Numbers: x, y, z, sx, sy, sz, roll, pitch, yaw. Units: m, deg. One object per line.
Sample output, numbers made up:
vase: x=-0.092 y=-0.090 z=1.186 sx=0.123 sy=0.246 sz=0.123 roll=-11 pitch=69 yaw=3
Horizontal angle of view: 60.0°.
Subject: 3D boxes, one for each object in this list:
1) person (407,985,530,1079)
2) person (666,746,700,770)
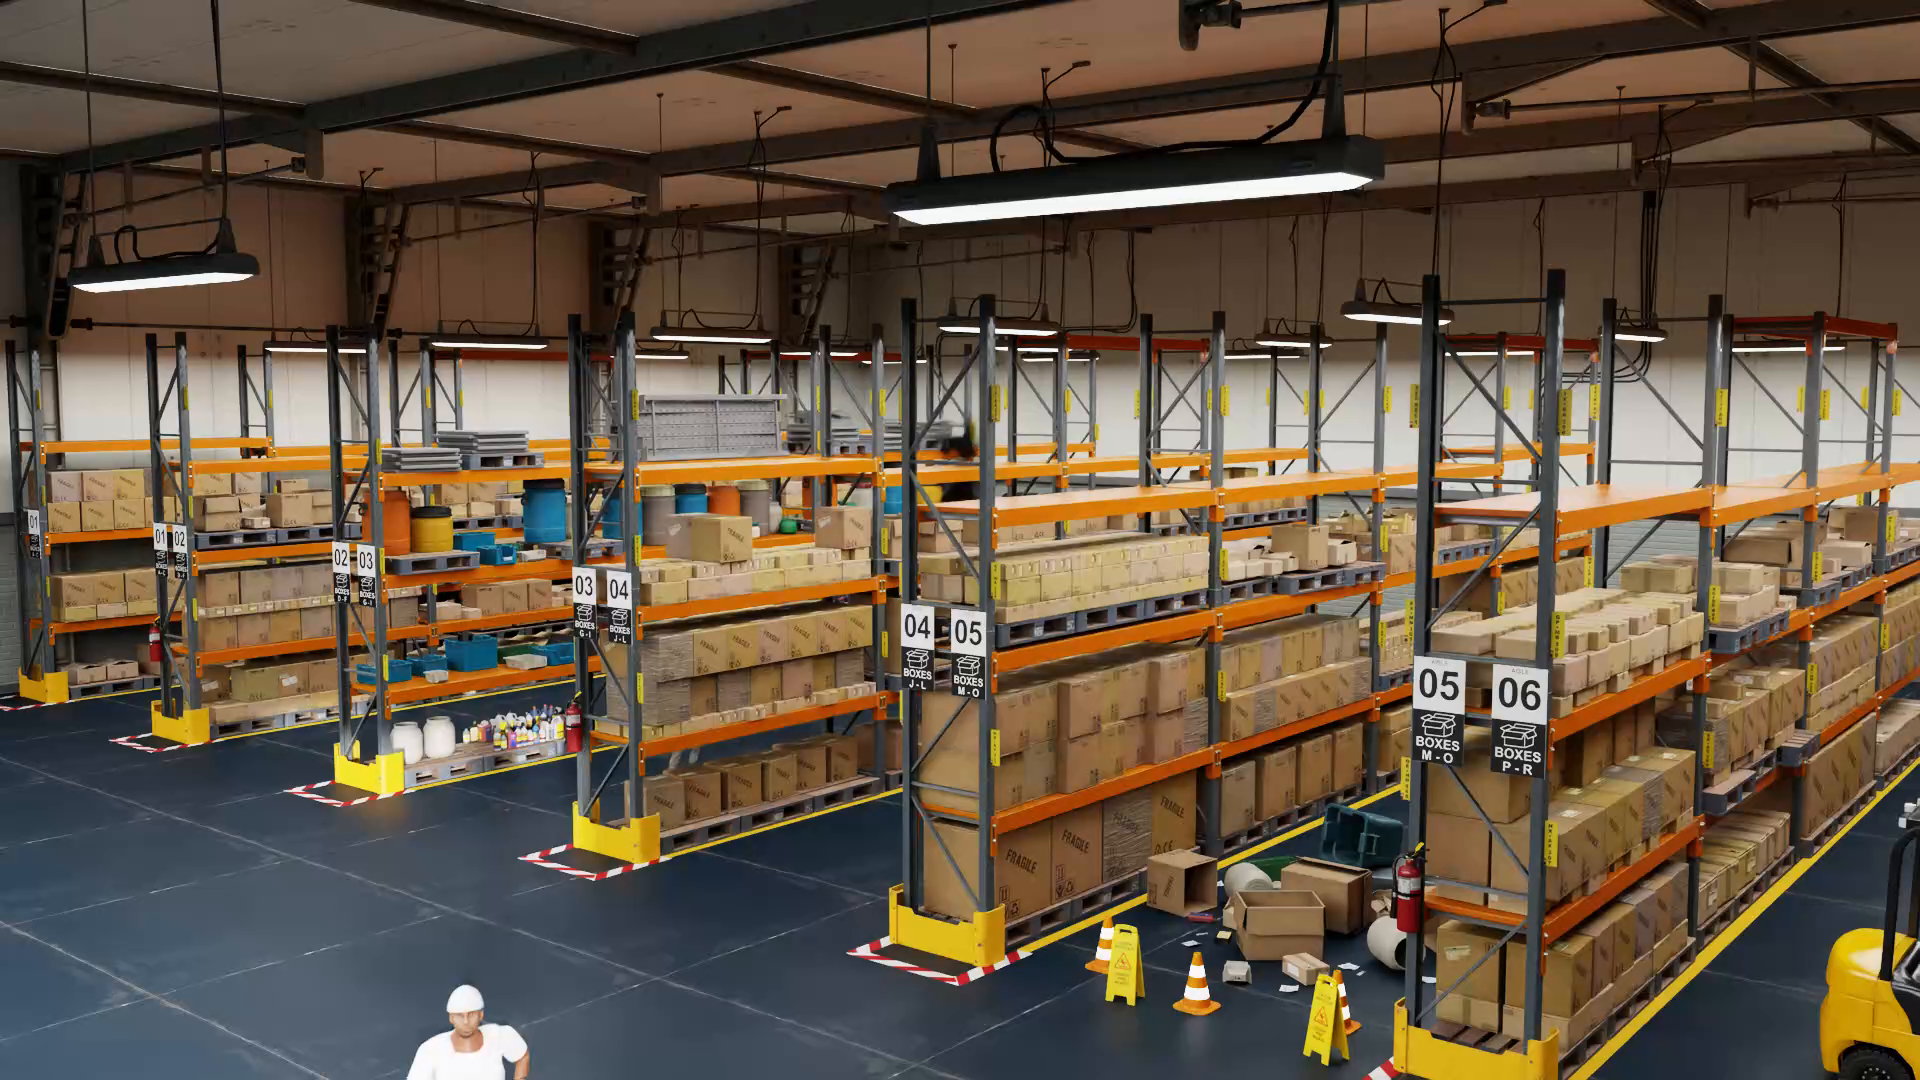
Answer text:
person: x=-2.819 y=3.425 z=9.567 sx=0.700 sy=1.772 sz=0.963 roll=-1 pitch=5 yaw=-16
person: x=-3.684 y=2.192 z=21.937 sx=0.612 sy=1.701 sz=0.920 roll=2 pitch=6 yaw=25
